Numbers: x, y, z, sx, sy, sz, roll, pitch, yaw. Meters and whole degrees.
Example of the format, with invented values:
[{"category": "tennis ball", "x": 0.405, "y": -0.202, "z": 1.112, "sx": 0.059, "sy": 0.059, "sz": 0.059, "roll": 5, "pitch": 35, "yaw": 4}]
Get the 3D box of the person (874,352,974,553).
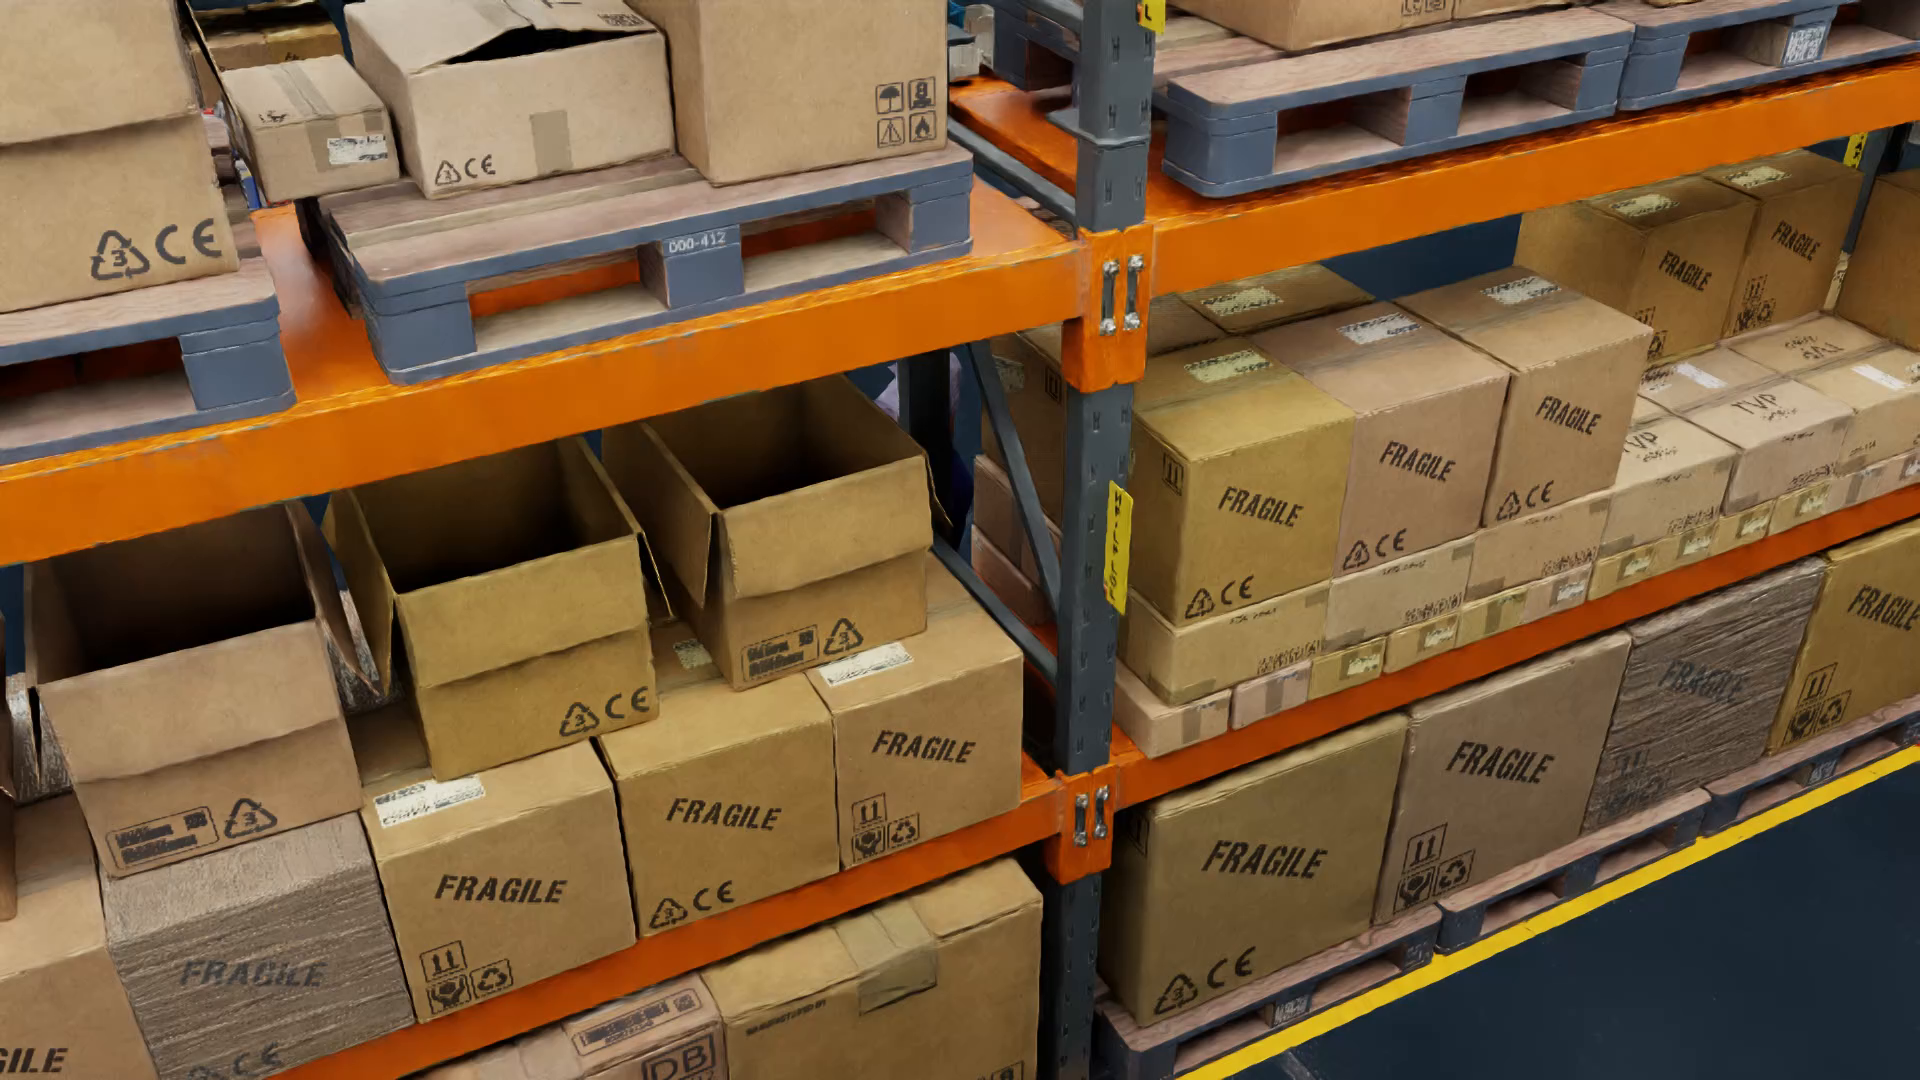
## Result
[{"category": "person", "x": -0.165, "y": -0.139, "z": 6.360, "sx": 0.424, "sy": 1.628, "sz": 0.621, "roll": 14, "pitch": 36, "yaw": 20}]
